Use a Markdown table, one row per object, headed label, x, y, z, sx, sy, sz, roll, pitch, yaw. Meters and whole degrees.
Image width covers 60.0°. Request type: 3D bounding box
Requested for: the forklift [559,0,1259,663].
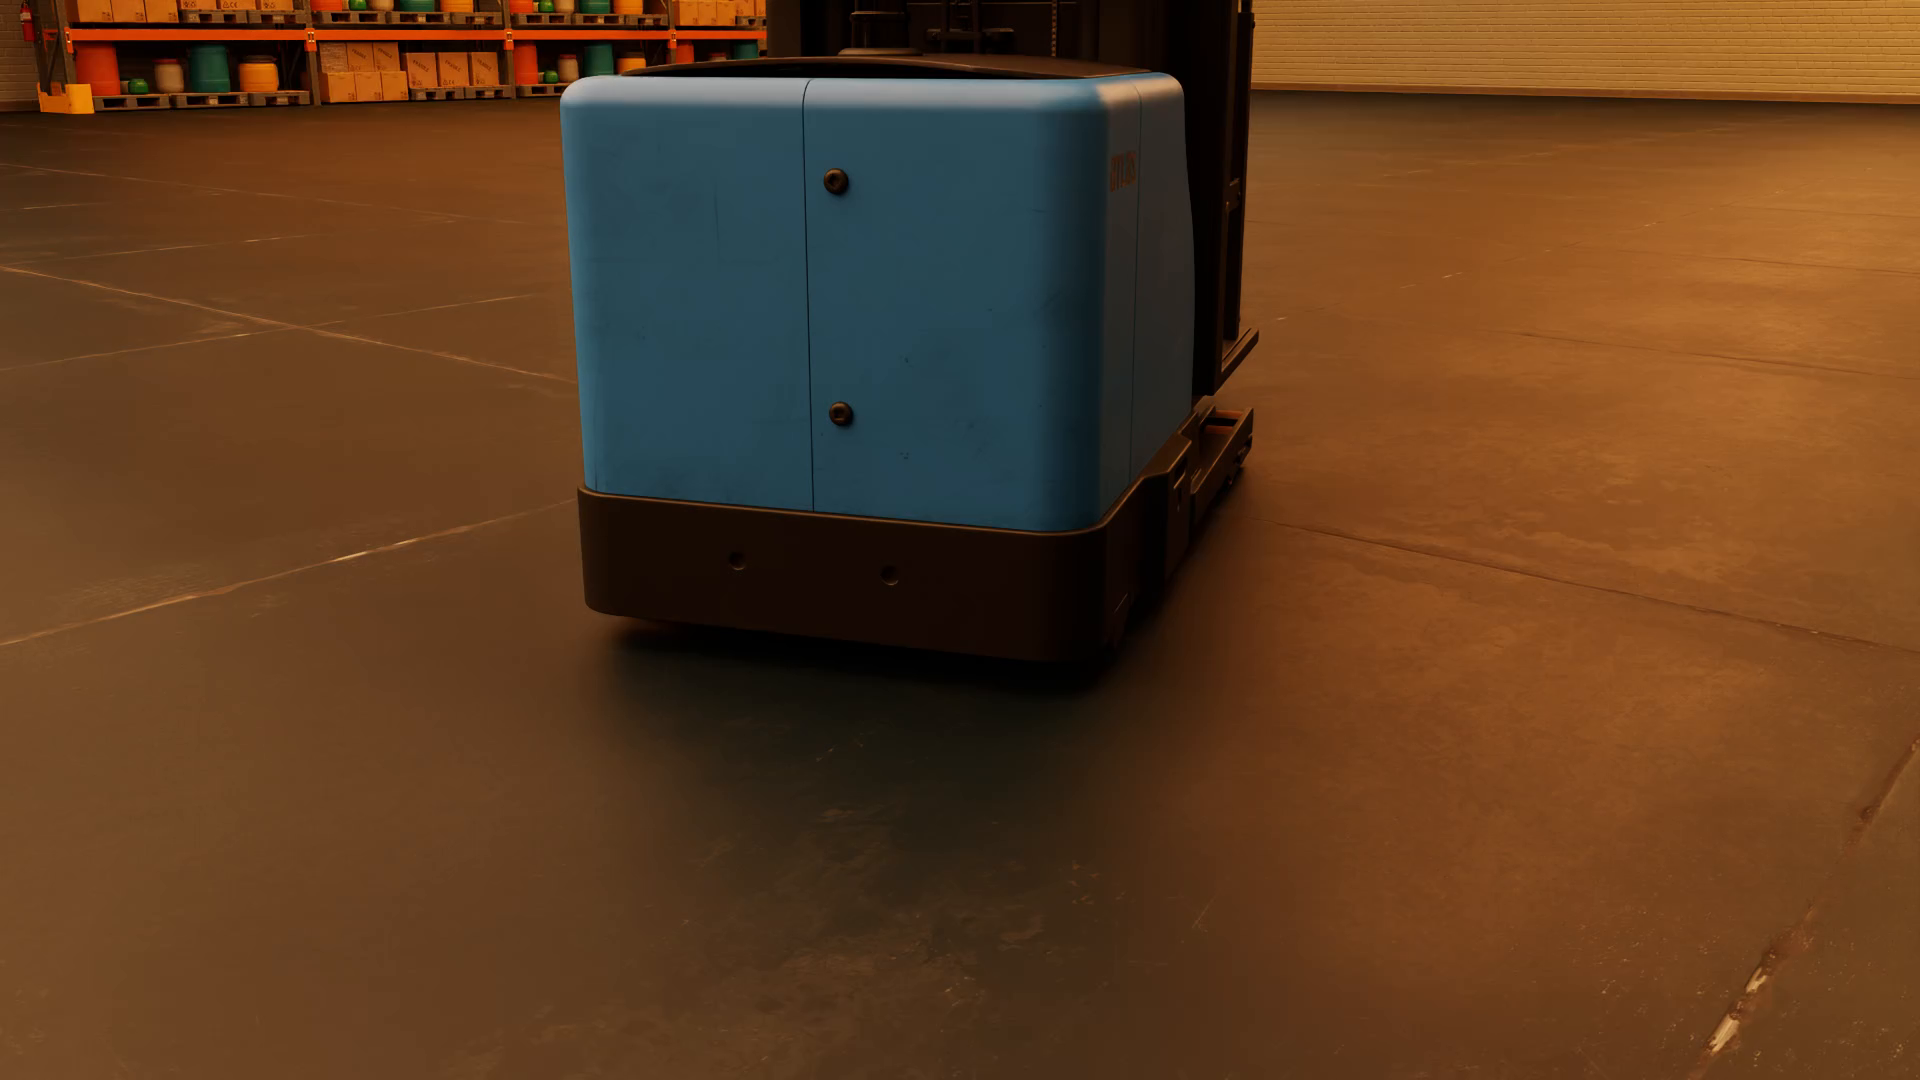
| label | x | y | z | sx | sy | sz | roll | pitch | yaw |
| --- | --- | --- | --- | --- | --- | --- | --- | --- | --- |
| forklift | 0.182 | -1.571 | 4.072 | 1.130 | 2.935 | 3.031 | 5 | 18 | 17 |
